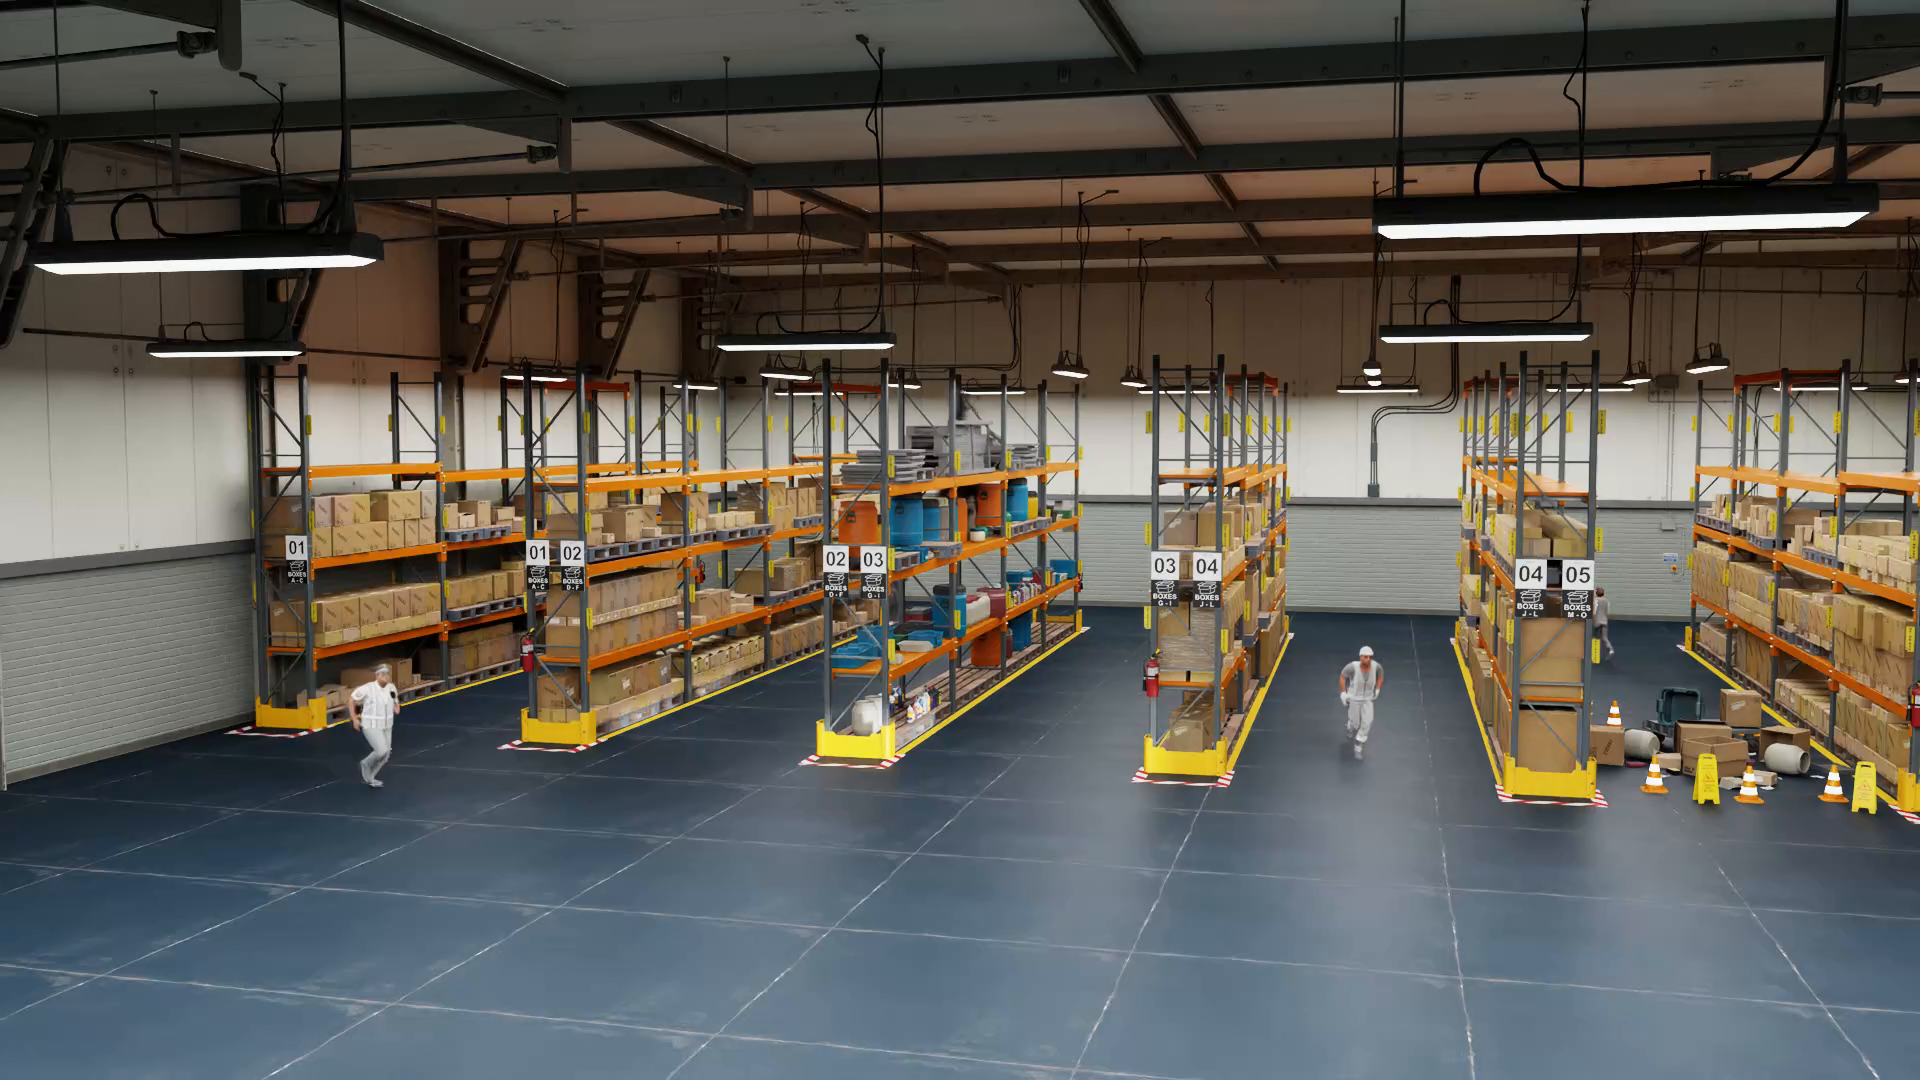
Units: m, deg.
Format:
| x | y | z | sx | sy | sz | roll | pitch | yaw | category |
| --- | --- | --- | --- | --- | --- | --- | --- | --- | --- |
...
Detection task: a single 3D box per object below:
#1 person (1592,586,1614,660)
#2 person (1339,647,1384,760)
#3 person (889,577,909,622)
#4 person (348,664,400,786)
| x | y | z | sx | sy | sz | roll | pitch | yaw | category |
| --- | --- | --- | --- | --- | --- | --- | --- | --- | --- |
| 13.468 | 1.771 | 34.981 | 0.537 | 1.586 | 0.881 | -1 | 4 | -9 | person |
| 6.061 | 2.432 | 25.183 | 0.657 | 1.720 | 0.894 | 0 | 4 | -7 | person |
| -1.634 | 1.266 | 42.513 | 0.753 | 1.691 | 0.574 | 4 | 5 | 42 | person |
| -7.983 | 2.550 | 22.878 | 0.676 | 1.717 | 0.654 | 3 | 5 | 32 | person |
